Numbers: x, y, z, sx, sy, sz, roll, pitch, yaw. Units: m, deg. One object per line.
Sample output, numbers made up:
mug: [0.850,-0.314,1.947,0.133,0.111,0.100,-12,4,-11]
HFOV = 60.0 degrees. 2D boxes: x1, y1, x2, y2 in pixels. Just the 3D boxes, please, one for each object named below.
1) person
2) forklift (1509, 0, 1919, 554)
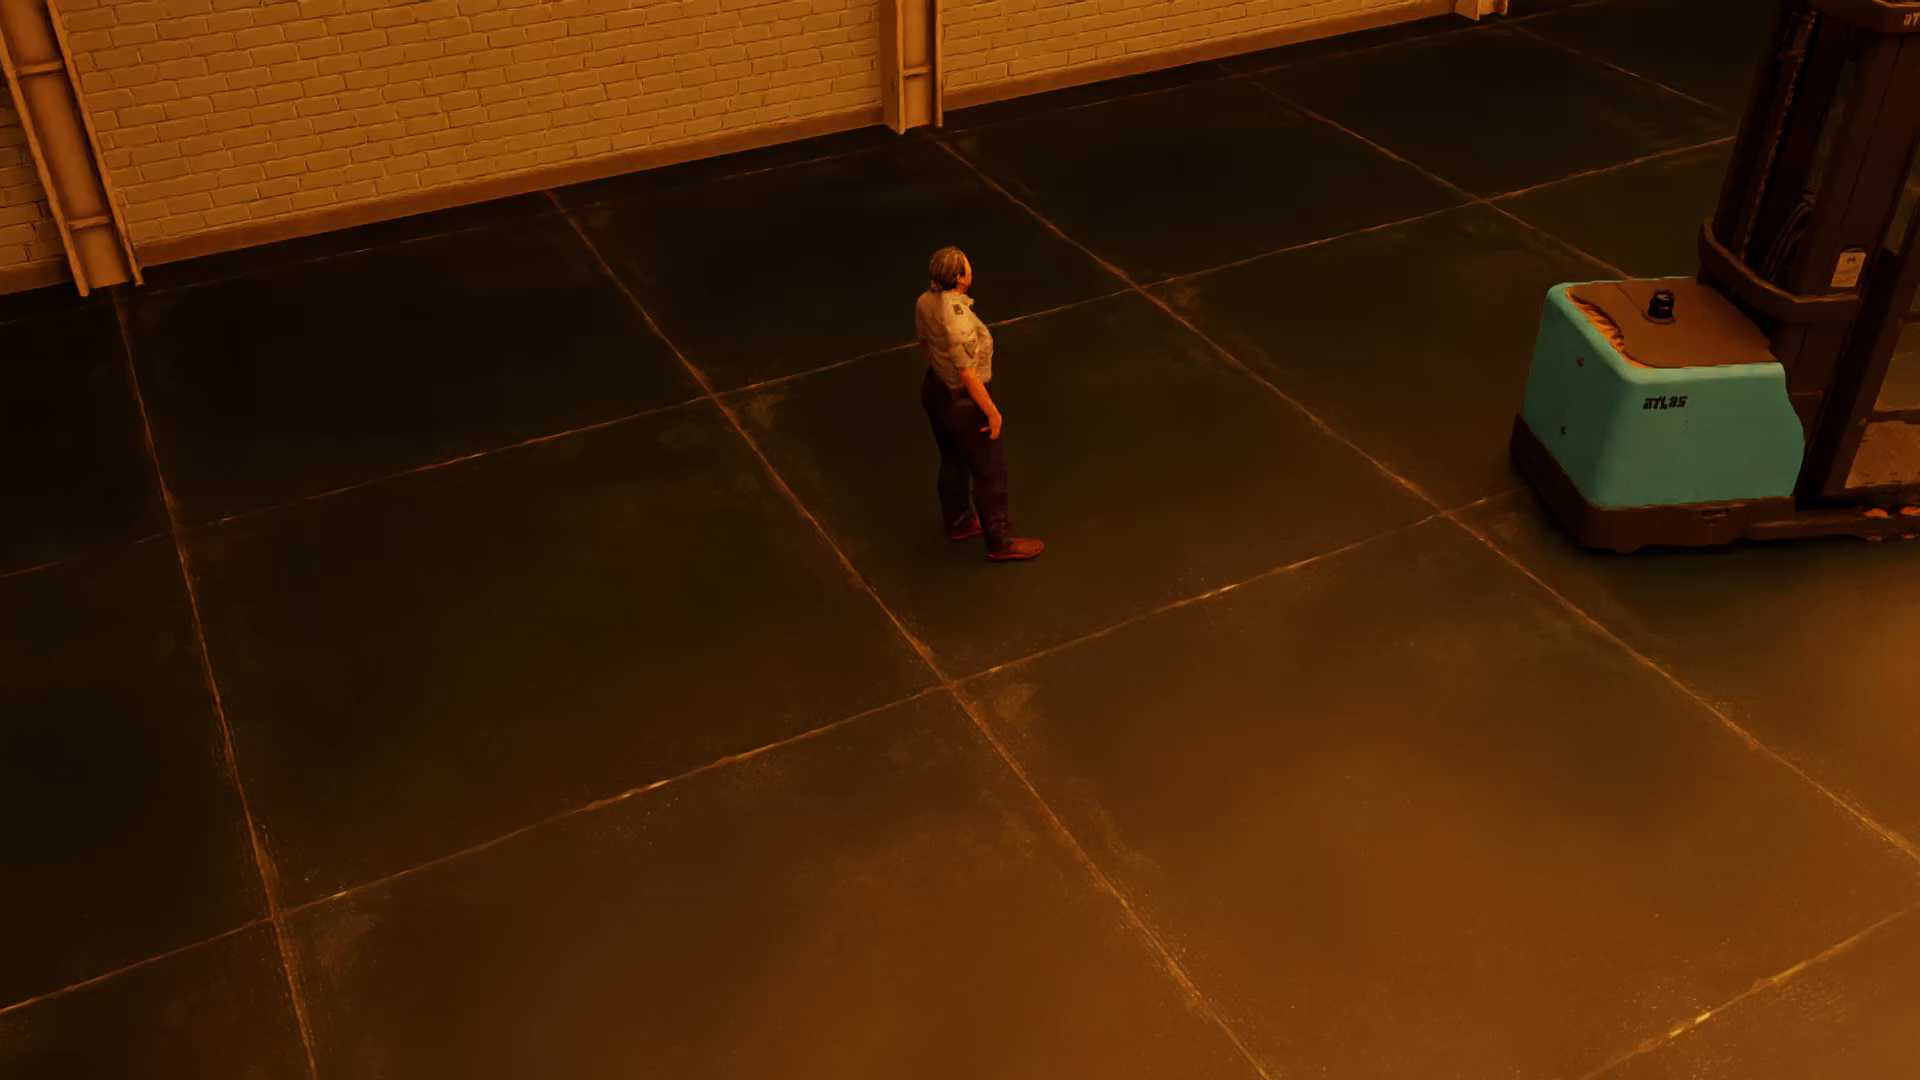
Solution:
person: [0.090,-0.691,8.201,0.502,1.650,0.599,-17,39,-23]
forklift: [4.609,-1.494,8.236,3.031,2.935,1.130,-4,35,-6]
